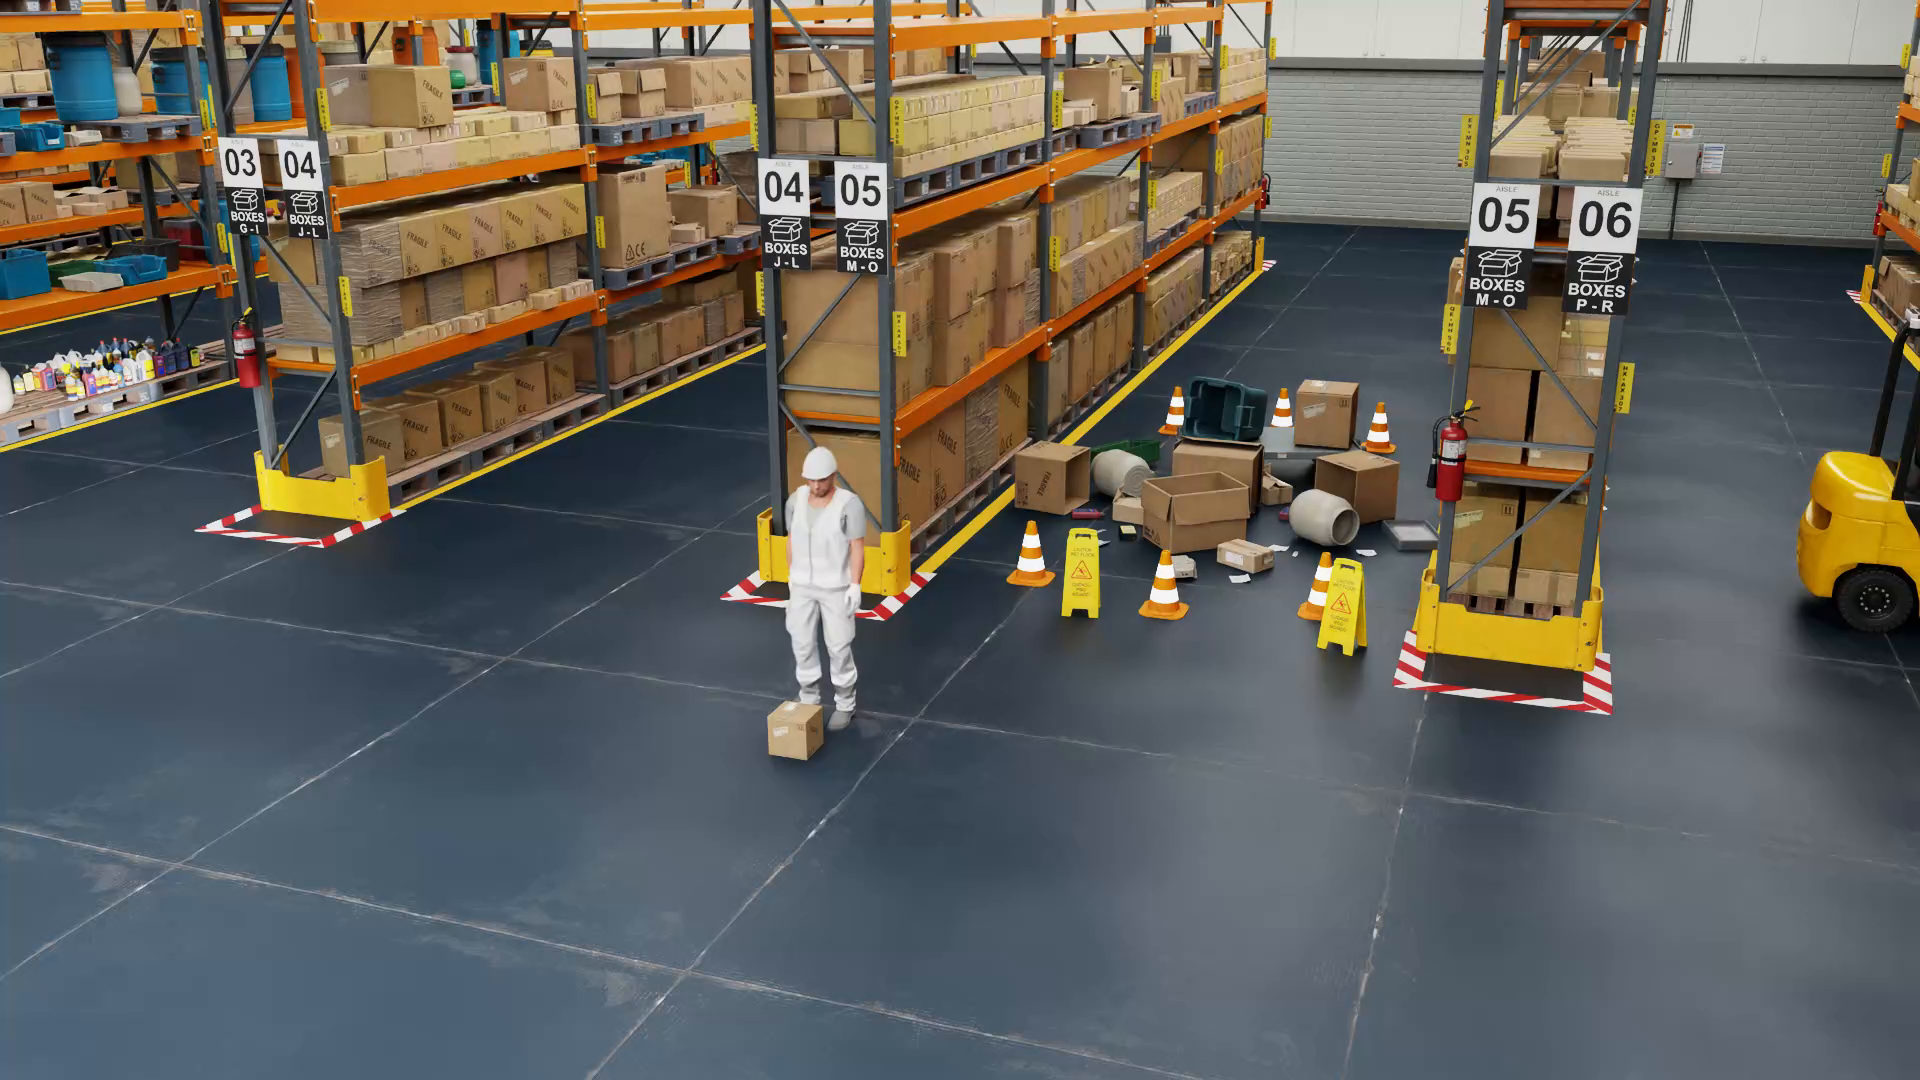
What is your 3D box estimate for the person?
[{"bbox_3d":[-0.831,0.288,10.182,0.529,1.779,0.357,7,20,19],"label":"person"}]
